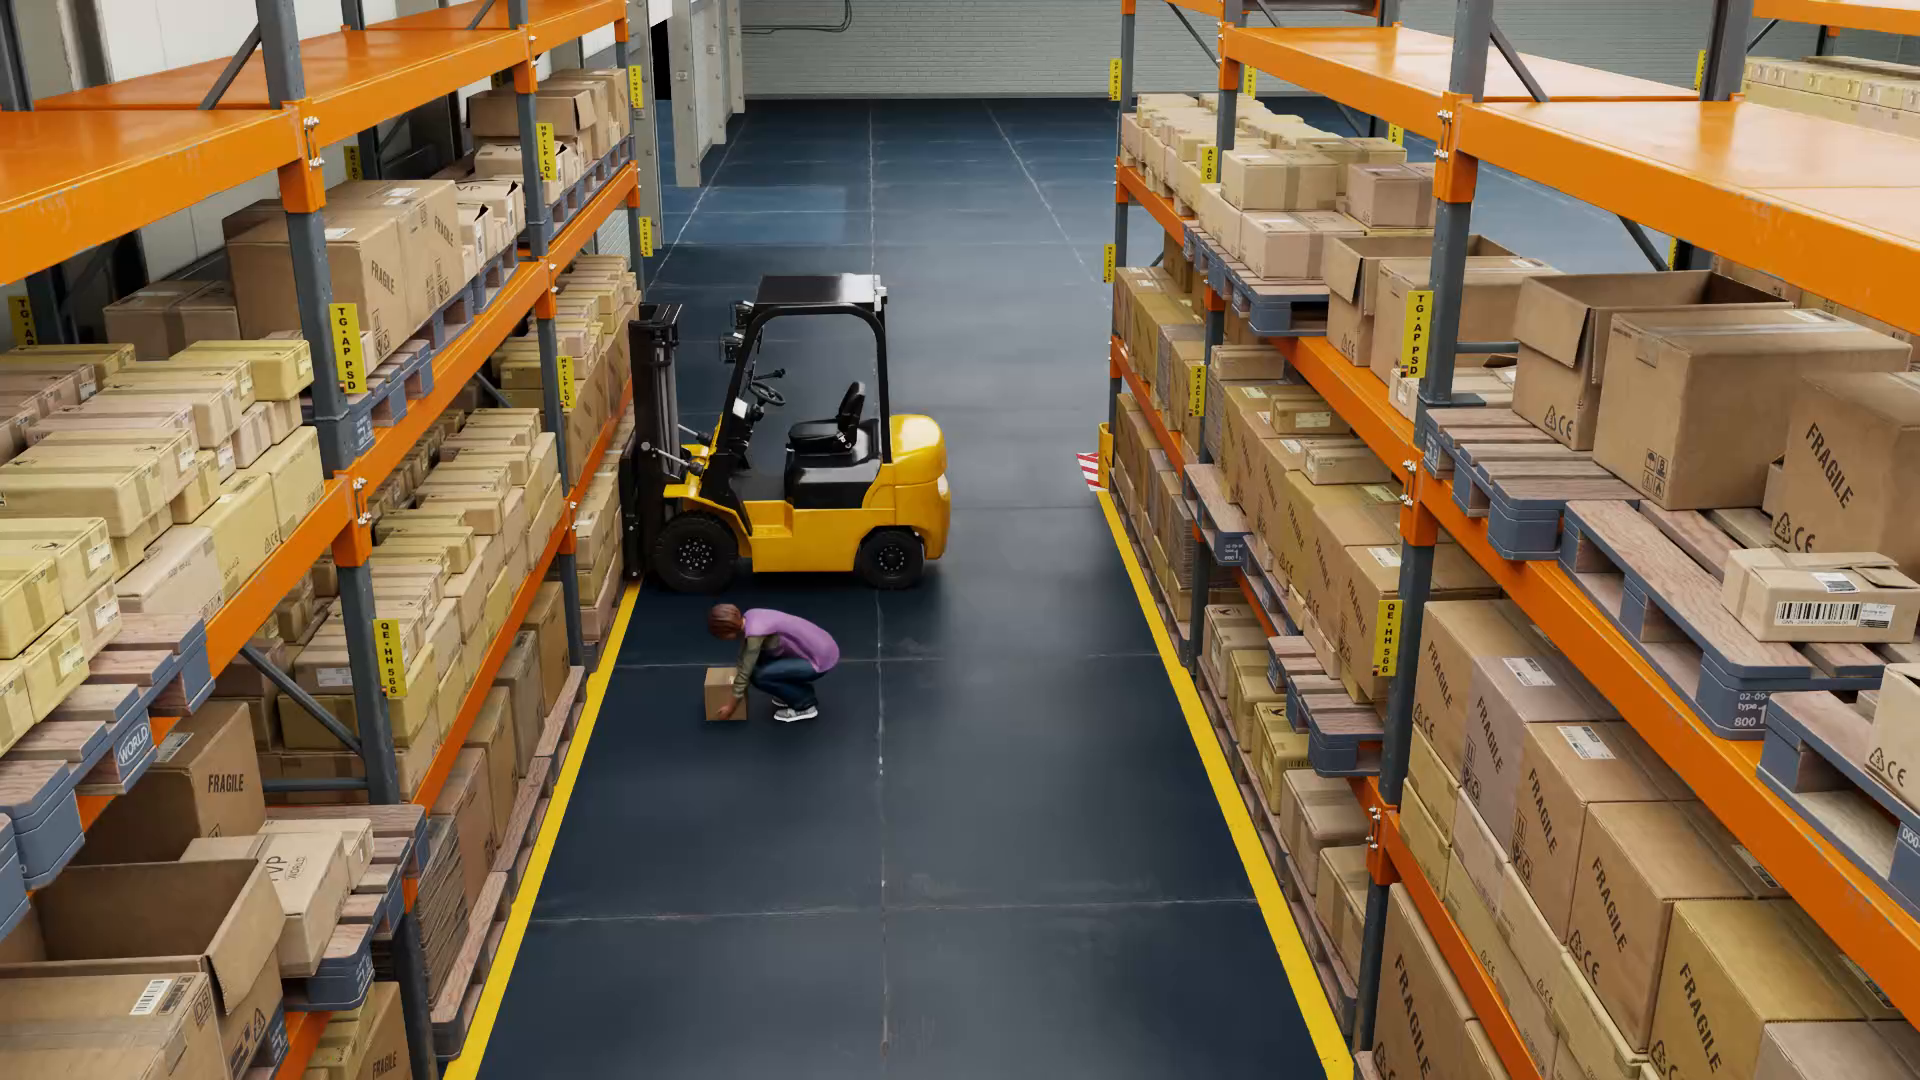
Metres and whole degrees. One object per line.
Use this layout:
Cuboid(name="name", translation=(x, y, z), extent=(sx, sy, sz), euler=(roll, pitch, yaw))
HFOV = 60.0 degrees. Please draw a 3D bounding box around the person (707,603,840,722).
Cuboid(name="person", translation=(-1.154, 0.742, 10.355), extent=(0.806, 0.770, 0.433), euler=(-1, 21, -3))
